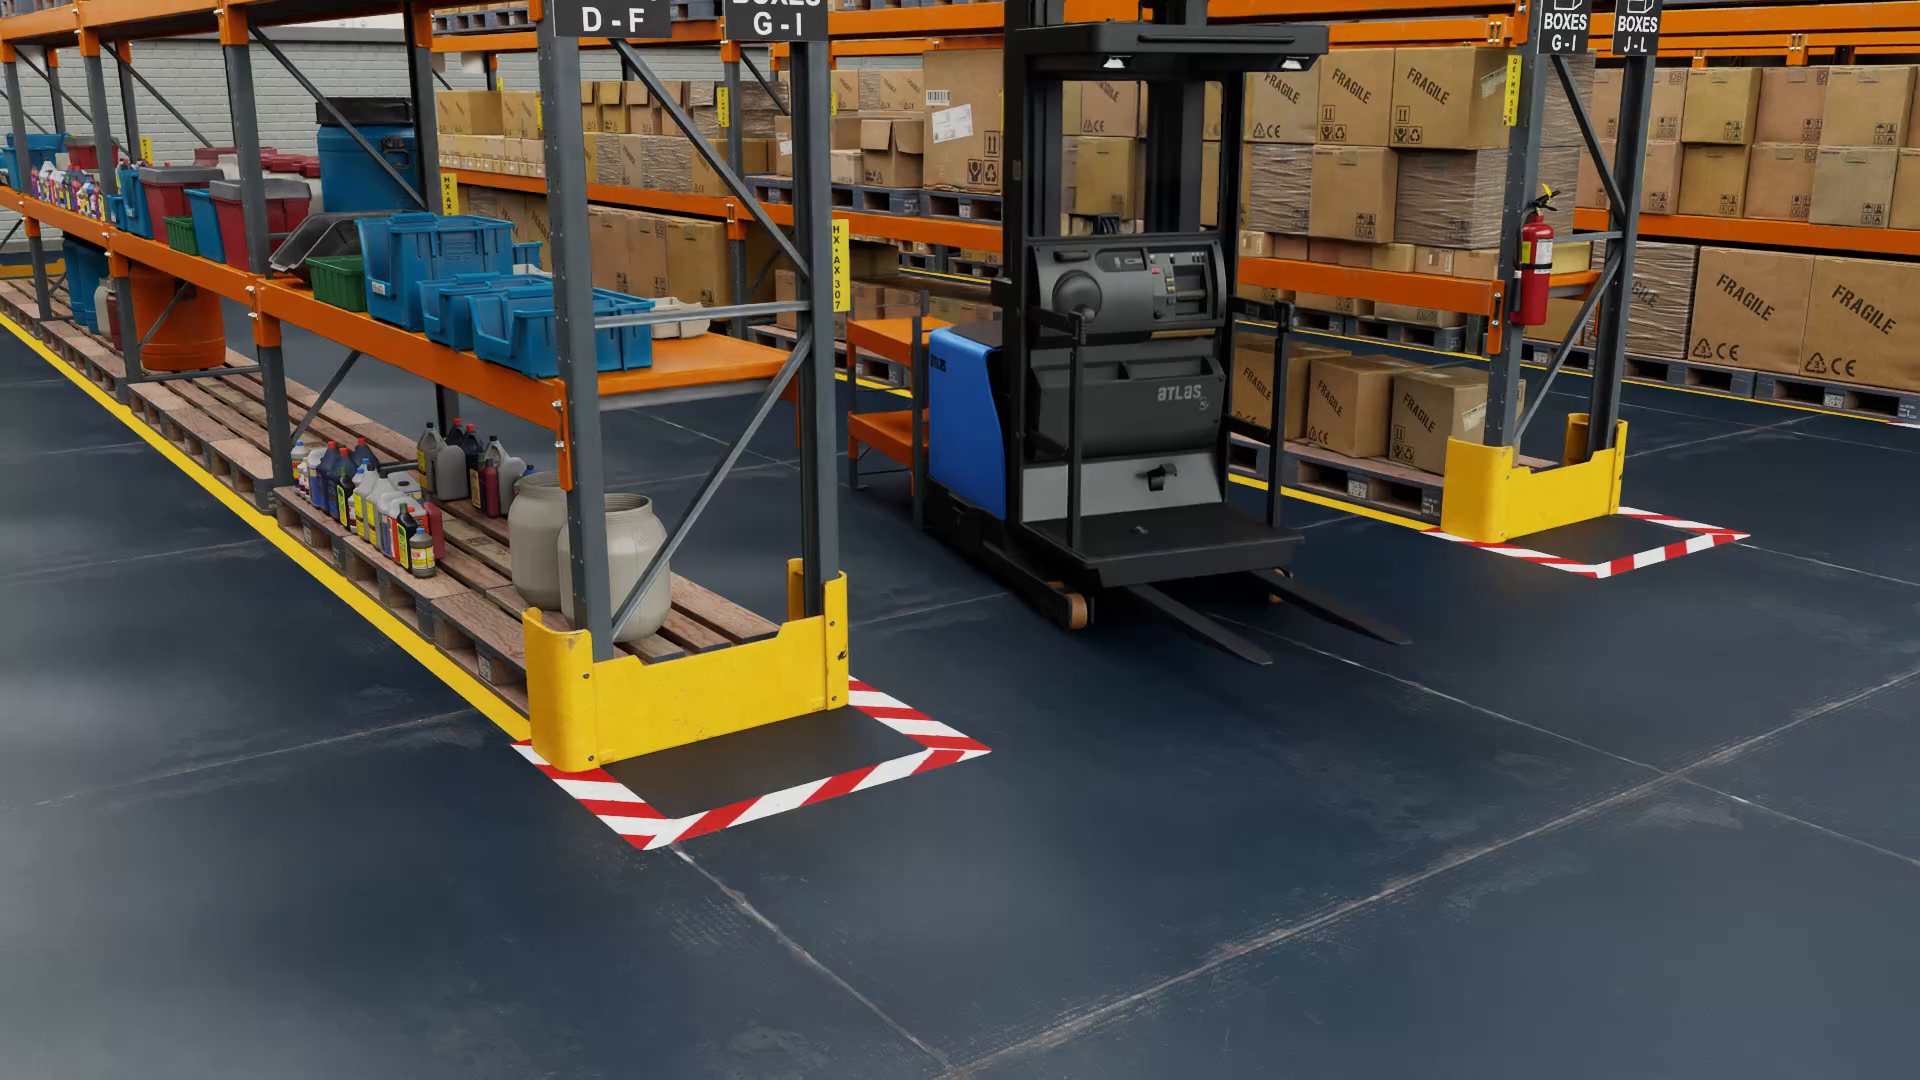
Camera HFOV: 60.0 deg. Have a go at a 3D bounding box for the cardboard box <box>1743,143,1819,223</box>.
[{"bbox_3d":[6.366,-2.679,12.399,0.875,0.550,0.550,-11,19,-35],"label":"cardboard box"}]

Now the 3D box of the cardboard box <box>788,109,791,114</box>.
[{"bbox_3d":[-2.177,-5.751,23.154,0.500,0.500,0.500,-10,18,-32],"label":"cardboard box"}]

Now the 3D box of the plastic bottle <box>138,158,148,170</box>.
[{"bbox_3d":[-7.030,-3.118,14.380,0.144,0.351,0.185,-11,19,-35],"label":"plastic bottle"}]

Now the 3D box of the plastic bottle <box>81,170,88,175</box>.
[{"bbox_3d":[-7.312,-2.935,13.852,0.152,0.276,0.135,-11,19,-35],"label":"plastic bottle"}]

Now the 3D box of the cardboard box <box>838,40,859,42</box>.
[{"bbox_3d":[-1.246,-6.604,21.625,0.500,0.250,0.500,-11,19,-35],"label":"cardboard box"}]

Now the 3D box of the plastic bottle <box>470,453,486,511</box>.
[{"bbox_3d":[-2.393,-0.297,8.289,0.061,0.283,0.133,-11,19,-35],"label":"plastic bottle"}]

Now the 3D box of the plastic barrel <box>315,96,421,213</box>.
[{"bbox_3d":[-3.222,-1.990,9.215,0.600,0.901,0.708,-11,19,-35],"label":"plastic barrel"}]

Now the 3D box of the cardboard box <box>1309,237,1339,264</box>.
[{"bbox_3d":[2.201,-1.655,9.418,0.380,0.149,0.250,-11,19,-35],"label":"cardboard box"}]

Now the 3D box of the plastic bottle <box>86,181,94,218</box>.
[{"bbox_3d":[-6.478,-2.549,12.452,0.097,0.271,0.097,0,15,0],"label":"plastic bottle"}]

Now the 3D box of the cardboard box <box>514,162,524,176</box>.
[{"bbox_3d":[-4.684,-4.099,18.345,0.380,0.149,0.250,-11,19,-35],"label":"cardboard box"}]

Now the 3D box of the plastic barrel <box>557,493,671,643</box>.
[{"bbox_3d":[-1.337,0.104,6.430,0.421,0.512,0.421,0,15,0],"label":"plastic barrel"}]

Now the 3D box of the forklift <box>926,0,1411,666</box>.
[{"bbox_3d":[0.843,-1.148,7.218,1.130,2.935,3.031,-6,16,-21],"label":"forklift"}]

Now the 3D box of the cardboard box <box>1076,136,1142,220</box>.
[{"bbox_3d":[1.247,-2.361,10.768,0.875,0.500,0.500,-11,19,-35],"label":"cardboard box"}]

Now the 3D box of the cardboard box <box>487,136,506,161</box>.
[{"bbox_3d":[-5.016,-4.439,18.835,0.500,0.250,0.500,-10,18,-33],"label":"cardboard box"}]

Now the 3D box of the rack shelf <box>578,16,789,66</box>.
[{"bbox_3d":[-2.761,-4.768,15.997,1.077,0.370,4.000,-11,19,-35],"label":"rack shelf"}]

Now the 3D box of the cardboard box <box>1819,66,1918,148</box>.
[{"bbox_3d":[6.605,-3.063,11.756,0.875,0.550,0.550,-11,19,-35],"label":"cardboard box"}]

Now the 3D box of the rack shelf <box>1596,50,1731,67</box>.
[{"bbox_3d":[9.268,-7.078,24.435,1.077,0.370,4.000,-11,19,-35],"label":"rack shelf"}]

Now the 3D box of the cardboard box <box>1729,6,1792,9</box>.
[{"bbox_3d":[8.322,-5.605,17.179,0.500,0.250,0.500,-11,19,-36],"label":"cardboard box"}]

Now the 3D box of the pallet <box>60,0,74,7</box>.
[{"bbox_3d":[-5.962,-4.007,12.210,1.003,0.211,1.213,-11,19,-35],"label":"pallet"}]

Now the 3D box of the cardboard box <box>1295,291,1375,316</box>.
[{"bbox_3d":[3.836,-2.578,15.780,1.050,0.750,0.750,-11,19,-35],"label":"cardboard box"}]

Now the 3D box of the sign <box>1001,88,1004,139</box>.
[{"bbox_3d":[0.320,-2.859,11.146,0.100,0.325,0.005,-11,19,-35],"label":"sign"}]

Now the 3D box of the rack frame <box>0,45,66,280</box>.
[{"bbox_3d":[-10.295,-4.181,18.170,1.000,3.000,0.127,-11,19,-35],"label":"rack frame"}]

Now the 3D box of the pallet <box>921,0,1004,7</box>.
[{"bbox_3d":[0.490,-3.892,11.788,1.213,0.211,1.003,-11,19,-35],"label":"pallet"}]

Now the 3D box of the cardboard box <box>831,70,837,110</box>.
[{"bbox_3d":[-1.579,-6.014,22.219,0.500,0.500,0.500,-11,19,-36],"label":"cardboard box"}]

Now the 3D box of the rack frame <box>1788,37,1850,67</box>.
[{"bbox_3d":[8.783,-3.926,17.237,1.000,3.000,0.127,-11,19,-35],"label":"rack frame"}]

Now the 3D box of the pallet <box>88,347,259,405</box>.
[{"bbox_3d":[-6.089,-1.290,12.888,1.003,0.211,1.213,-11,19,-35],"label":"pallet"}]

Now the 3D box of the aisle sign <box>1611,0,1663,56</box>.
[{"bbox_3d":[3.398,-2.820,8.275,0.394,0.787,0.004,-11,19,-35],"label":"aisle sign"}]

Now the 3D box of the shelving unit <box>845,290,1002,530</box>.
[{"bbox_3d":[-0.211,-0.748,9.178,0.538,1.125,1.048,-6,17,-22],"label":"shelving unit"}]

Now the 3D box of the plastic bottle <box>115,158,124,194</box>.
[{"bbox_3d":[-7.255,-3.135,14.443,0.144,0.351,0.185,-11,19,-35],"label":"plastic bottle"}]

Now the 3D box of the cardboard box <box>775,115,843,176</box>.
[{"bbox_3d":[-1.235,-3.383,14.270,0.500,0.500,0.500,-14,21,-41],"label":"cardboard box"}]

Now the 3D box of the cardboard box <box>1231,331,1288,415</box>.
[{"bbox_3d":[1.741,-1.051,10.674,0.500,0.500,0.500,-13,20,-39],"label":"cardboard box"}]

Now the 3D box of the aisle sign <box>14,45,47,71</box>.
[{"bbox_3d":[-10.101,-5.496,18.049,0.394,0.787,0.004,-11,19,-35],"label":"aisle sign"}]

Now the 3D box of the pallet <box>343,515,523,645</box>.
[{"bbox_3d":[-2.157,0.137,7.676,1.003,0.211,1.213,-11,19,-35],"label":"pallet"}]

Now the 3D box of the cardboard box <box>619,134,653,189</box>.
[{"bbox_3d":[-2.971,-3.683,16.162,0.500,0.500,0.500,-10,18,-33],"label":"cardboard box"}]

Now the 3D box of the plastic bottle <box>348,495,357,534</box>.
[{"bbox_3d":[-2.842,-0.140,7.873,0.097,0.201,0.097,0,15,0],"label":"plastic bottle"}]

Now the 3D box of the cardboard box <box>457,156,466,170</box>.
[{"bbox_3d":[-5.741,-4.482,19.747,0.380,0.149,0.250,-11,19,-36],"label":"cardboard box"}]

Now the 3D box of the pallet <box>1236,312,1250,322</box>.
[{"bbox_3d":[2.889,-2.465,17.182,1.003,0.211,1.213,-11,19,-35],"label":"pallet"}]

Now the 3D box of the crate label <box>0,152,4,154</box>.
[{"bbox_3d":[-10.416,-4.025,17.805,0.416,0.233,0.303,-11,19,-35],"label":"crate label"}]

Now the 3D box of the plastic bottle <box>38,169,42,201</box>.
[{"bbox_3d":[-7.855,-3.049,14.279,0.097,0.271,0.097,0,15,0],"label":"plastic bottle"}]

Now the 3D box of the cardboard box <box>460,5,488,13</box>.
[{"bbox_3d":[-5.363,-6.351,19.243,0.700,0.500,0.500,-12,20,-38],"label":"cardboard box"}]

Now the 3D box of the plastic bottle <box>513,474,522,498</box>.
[{"bbox_3d":[-2.141,-0.222,8.173,0.097,0.201,0.097,0,15,0],"label":"plastic bottle"}]

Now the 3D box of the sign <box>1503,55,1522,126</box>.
[{"bbox_3d":[2.658,-2.162,8.002,0.100,0.325,0.005,-11,19,-35],"label":"sign"}]

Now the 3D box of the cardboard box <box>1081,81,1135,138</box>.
[{"bbox_3d":[1.121,-2.819,10.548,0.500,0.500,0.500,-11,19,-35],"label":"cardboard box"}]

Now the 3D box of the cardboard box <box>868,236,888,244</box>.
[{"bbox_3d":[-0.980,-3.923,21.833,0.380,0.149,0.250,-11,19,-35],"label":"cardboard box"}]

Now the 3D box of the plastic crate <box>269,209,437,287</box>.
[{"bbox_3d":[-3.035,-1.457,8.335,0.767,0.338,0.504,-11,19,-35],"label":"plastic crate"}]

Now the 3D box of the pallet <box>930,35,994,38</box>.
[{"bbox_3d":[0.411,-6.052,19.679,1.213,0.211,1.003,-11,19,-35],"label":"pallet"}]

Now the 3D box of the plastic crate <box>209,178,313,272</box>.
[{"bbox_3d":[-3.772,-1.705,9.004,0.402,0.464,0.583,-11,19,-35],"label":"plastic crate"}]

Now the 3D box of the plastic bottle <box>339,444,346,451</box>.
[{"bbox_3d":[-3.109,-0.336,8.435,0.061,0.283,0.133,-11,19,-35],"label":"plastic bottle"}]

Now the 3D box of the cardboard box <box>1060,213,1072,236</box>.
[{"bbox_3d":[0.786,-2.118,11.109,0.380,0.149,0.250,-11,19,-35],"label":"cardboard box"}]

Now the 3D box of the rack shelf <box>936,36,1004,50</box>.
[{"bbox_3d":[1.310,-5.517,18.731,1.077,0.370,4.000,-11,19,-35],"label":"rack shelf"}]

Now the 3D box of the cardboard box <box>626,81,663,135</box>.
[{"bbox_3d":[-2.783,-4.214,16.201,0.797,0.503,0.637,-10,18,-33],"label":"cardboard box"}]

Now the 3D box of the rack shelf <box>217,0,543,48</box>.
[{"bbox_3d":[-2.064,-2.291,6.946,1.077,0.370,4.000,-11,19,-35],"label":"rack shelf"}]

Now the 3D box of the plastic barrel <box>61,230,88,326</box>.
[{"bbox_3d":[-7.637,-2.399,14.837,0.600,0.901,0.708,-11,19,-35],"label":"plastic barrel"}]

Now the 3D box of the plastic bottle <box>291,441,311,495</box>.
[{"bbox_3d":[-3.407,-0.379,8.613,0.097,0.271,0.097,0,15,0],"label":"plastic bottle"}]

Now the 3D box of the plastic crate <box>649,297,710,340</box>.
[{"bbox_3d":[-1.154,-0.878,6.603,0.298,0.136,0.250,-11,19,-35],"label":"plastic crate"}]

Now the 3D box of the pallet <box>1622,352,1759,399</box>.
[{"bbox_3d":[5.943,-1.355,13.129,1.003,0.211,1.213,-11,19,-35],"label":"pallet"}]

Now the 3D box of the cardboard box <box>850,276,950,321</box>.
[{"bbox_3d":[-0.500,-1.872,13.634,0.700,0.500,0.500,-9,18,-30],"label":"cardboard box"}]
